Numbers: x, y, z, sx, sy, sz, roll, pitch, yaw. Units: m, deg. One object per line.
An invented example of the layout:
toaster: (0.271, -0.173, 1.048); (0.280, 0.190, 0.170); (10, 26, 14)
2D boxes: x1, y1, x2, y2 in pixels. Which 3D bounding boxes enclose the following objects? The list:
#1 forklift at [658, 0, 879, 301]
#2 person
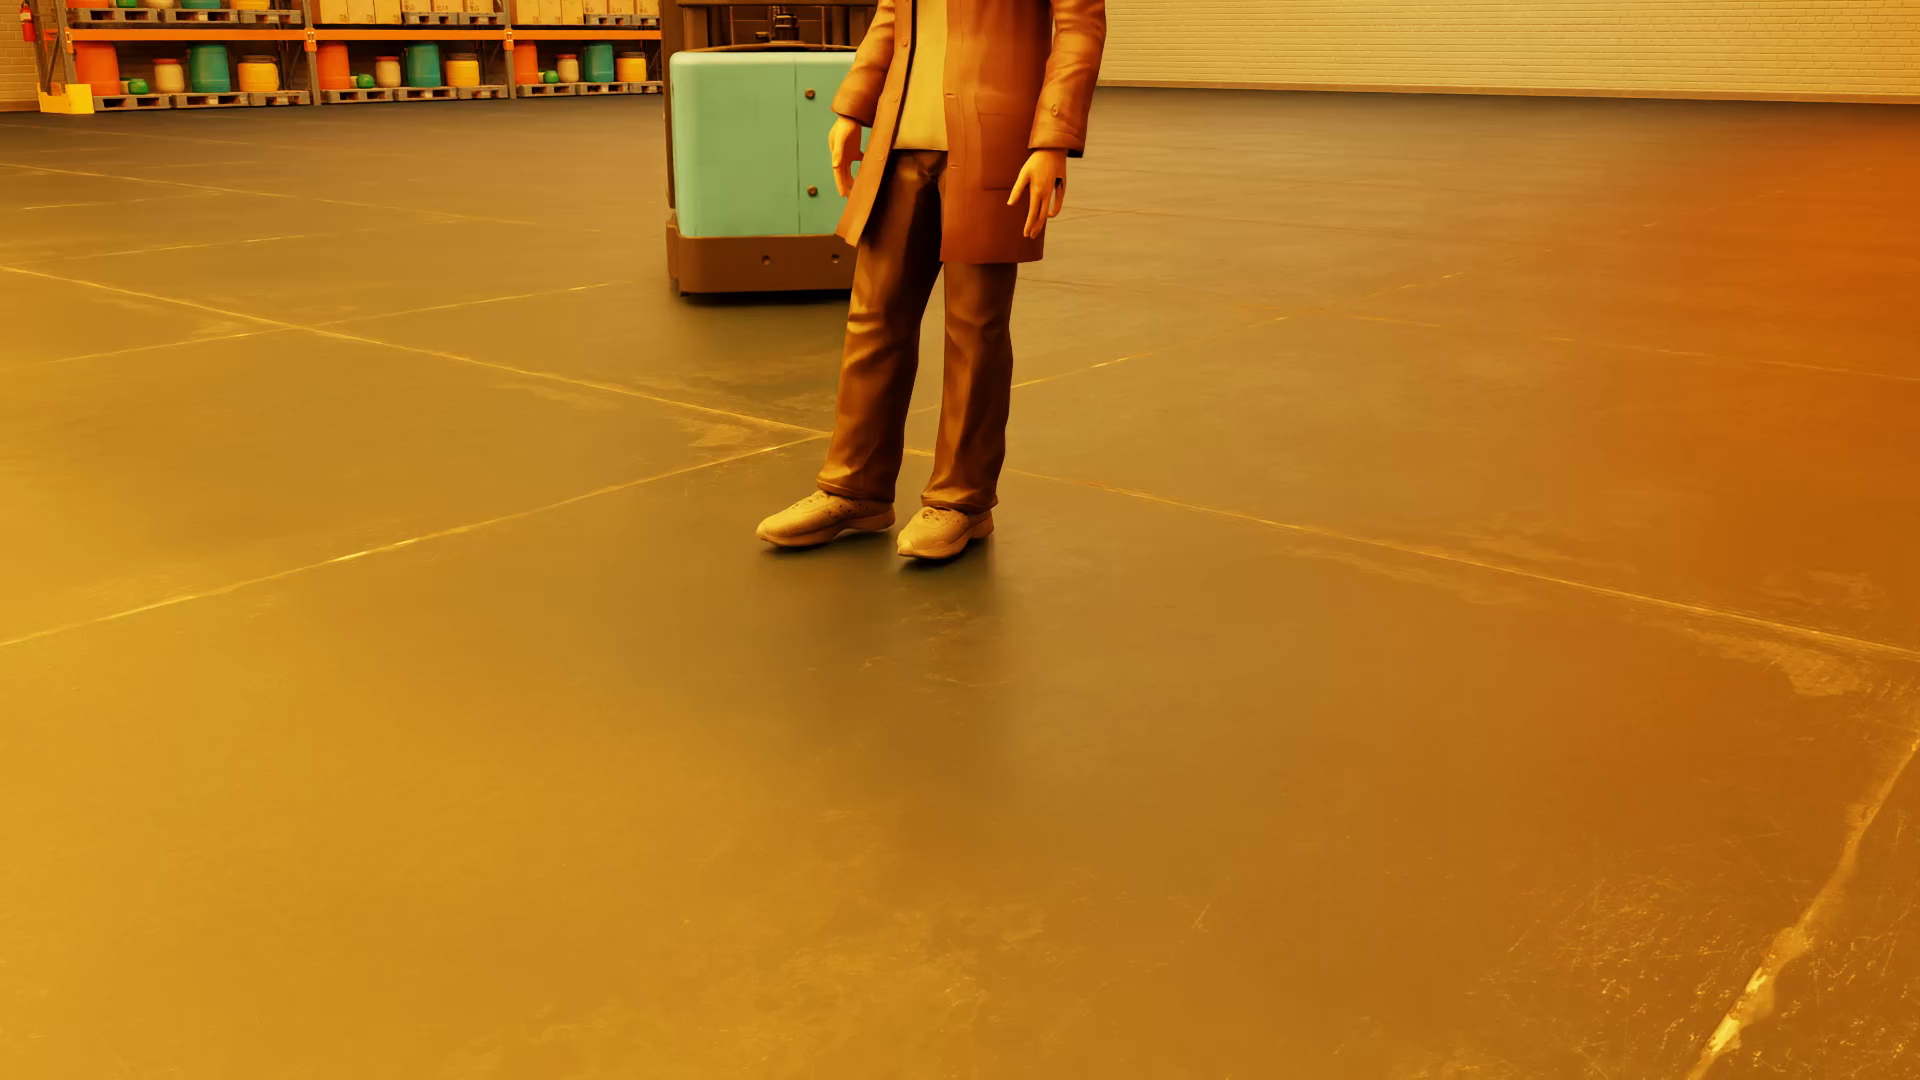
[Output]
forklift: (-0.948, -2.828, 8.210); (1.130, 2.935, 3.031); (-3, 17, -10)
person: (-0.061, -0.838, 3.617); (0.696, 1.775, 0.582); (13, 21, 37)
